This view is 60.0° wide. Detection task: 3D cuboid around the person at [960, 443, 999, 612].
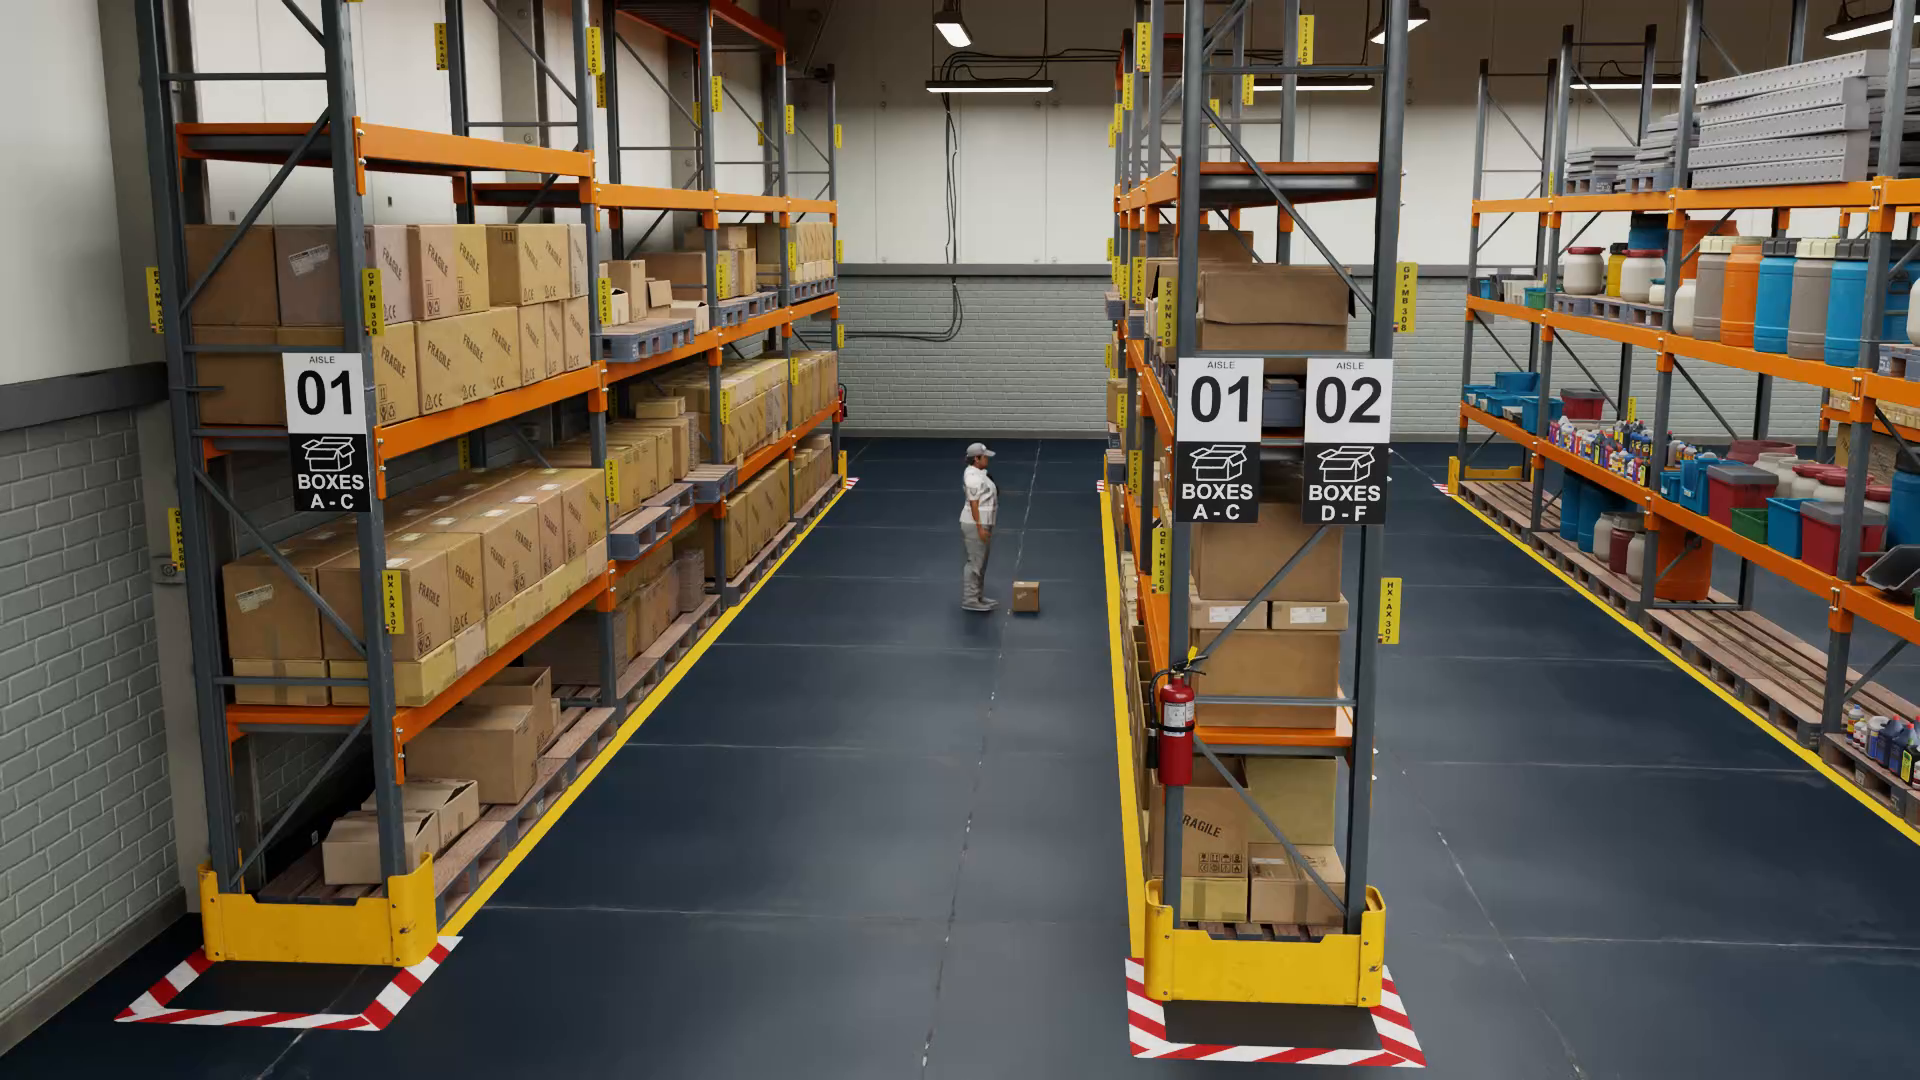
[{"bbox_3d":[0.190,-0.136,16.631,0.387,1.672,0.475,1,11,5],"label":"person"}]
